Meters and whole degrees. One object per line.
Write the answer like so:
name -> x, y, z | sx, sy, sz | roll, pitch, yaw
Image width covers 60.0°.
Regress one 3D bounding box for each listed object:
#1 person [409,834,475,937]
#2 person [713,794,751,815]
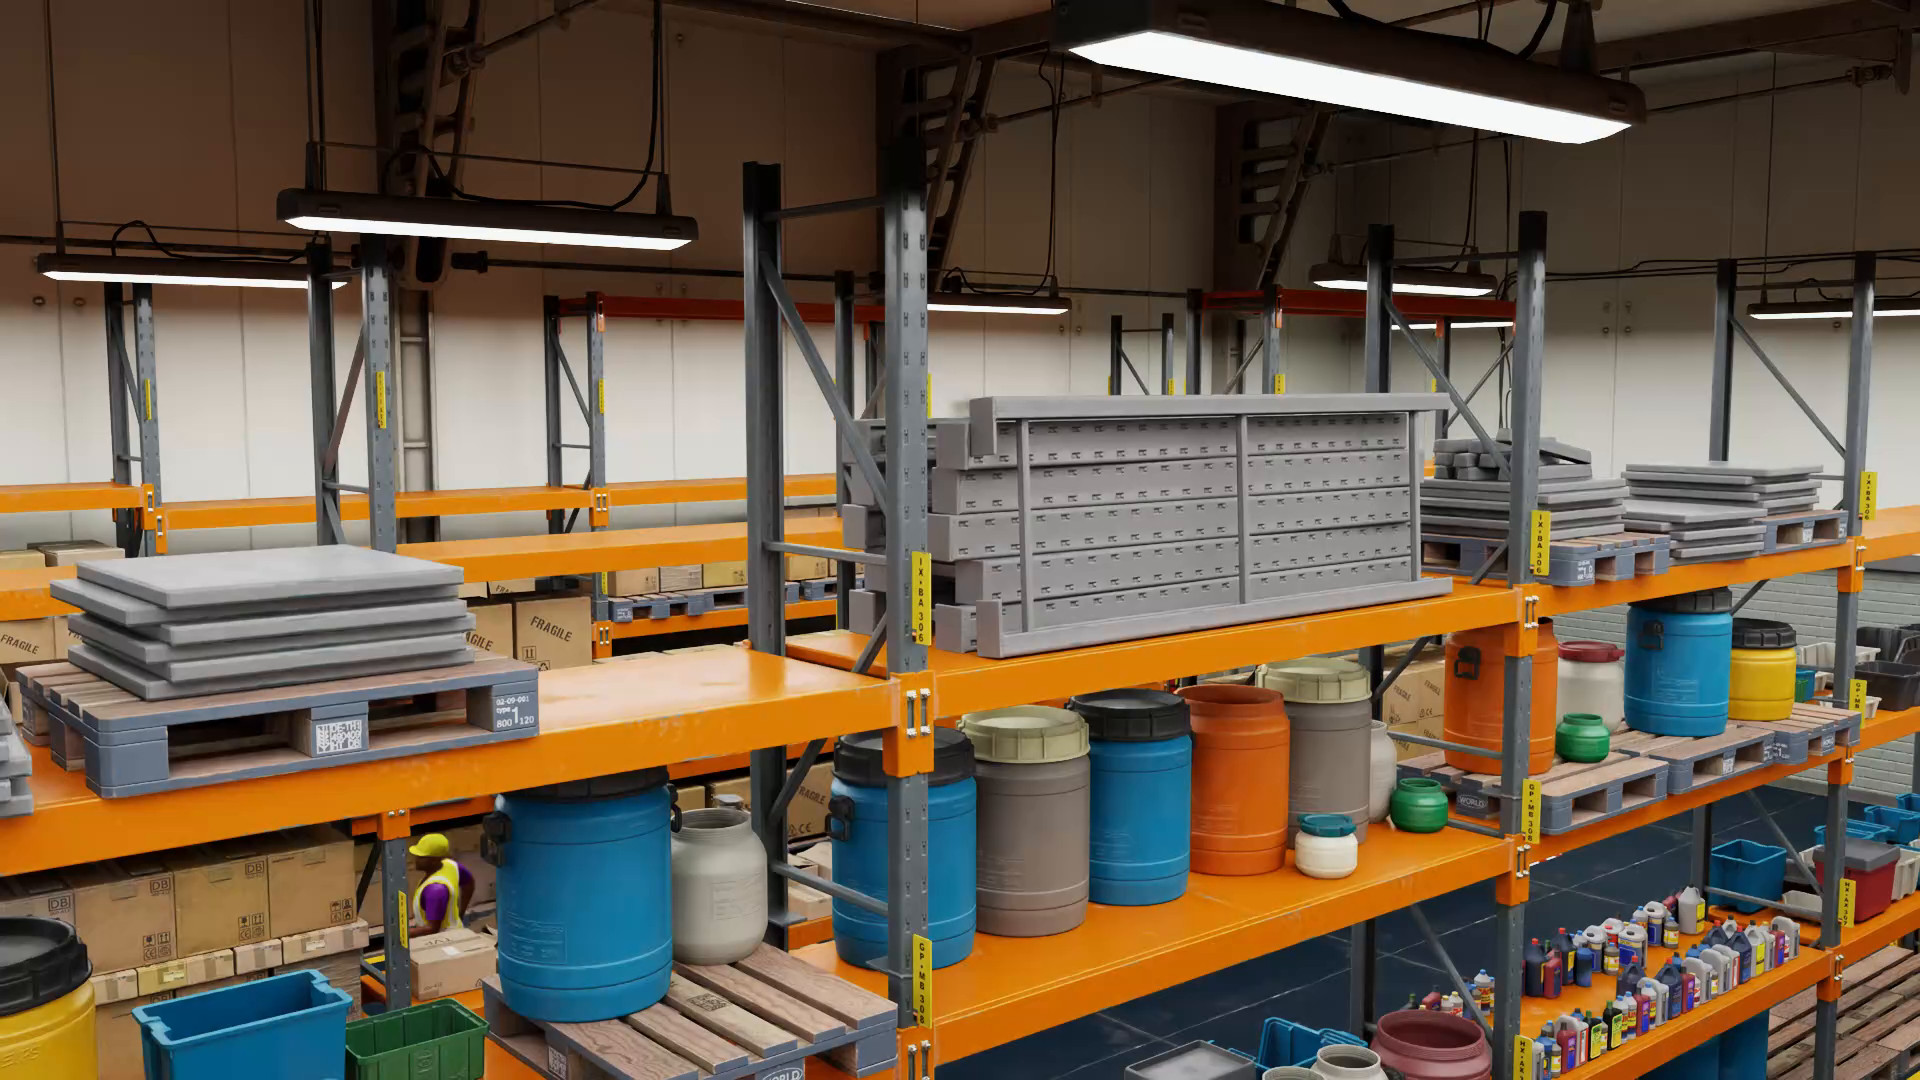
person -> -3.949, 3.062, 12.693 | 0.826, 1.735, 0.743 | -2, 6, -20
person -> -1.721, 2.974, 14.932 | 1.026, 1.508, 0.596 | -3, 6, -28
